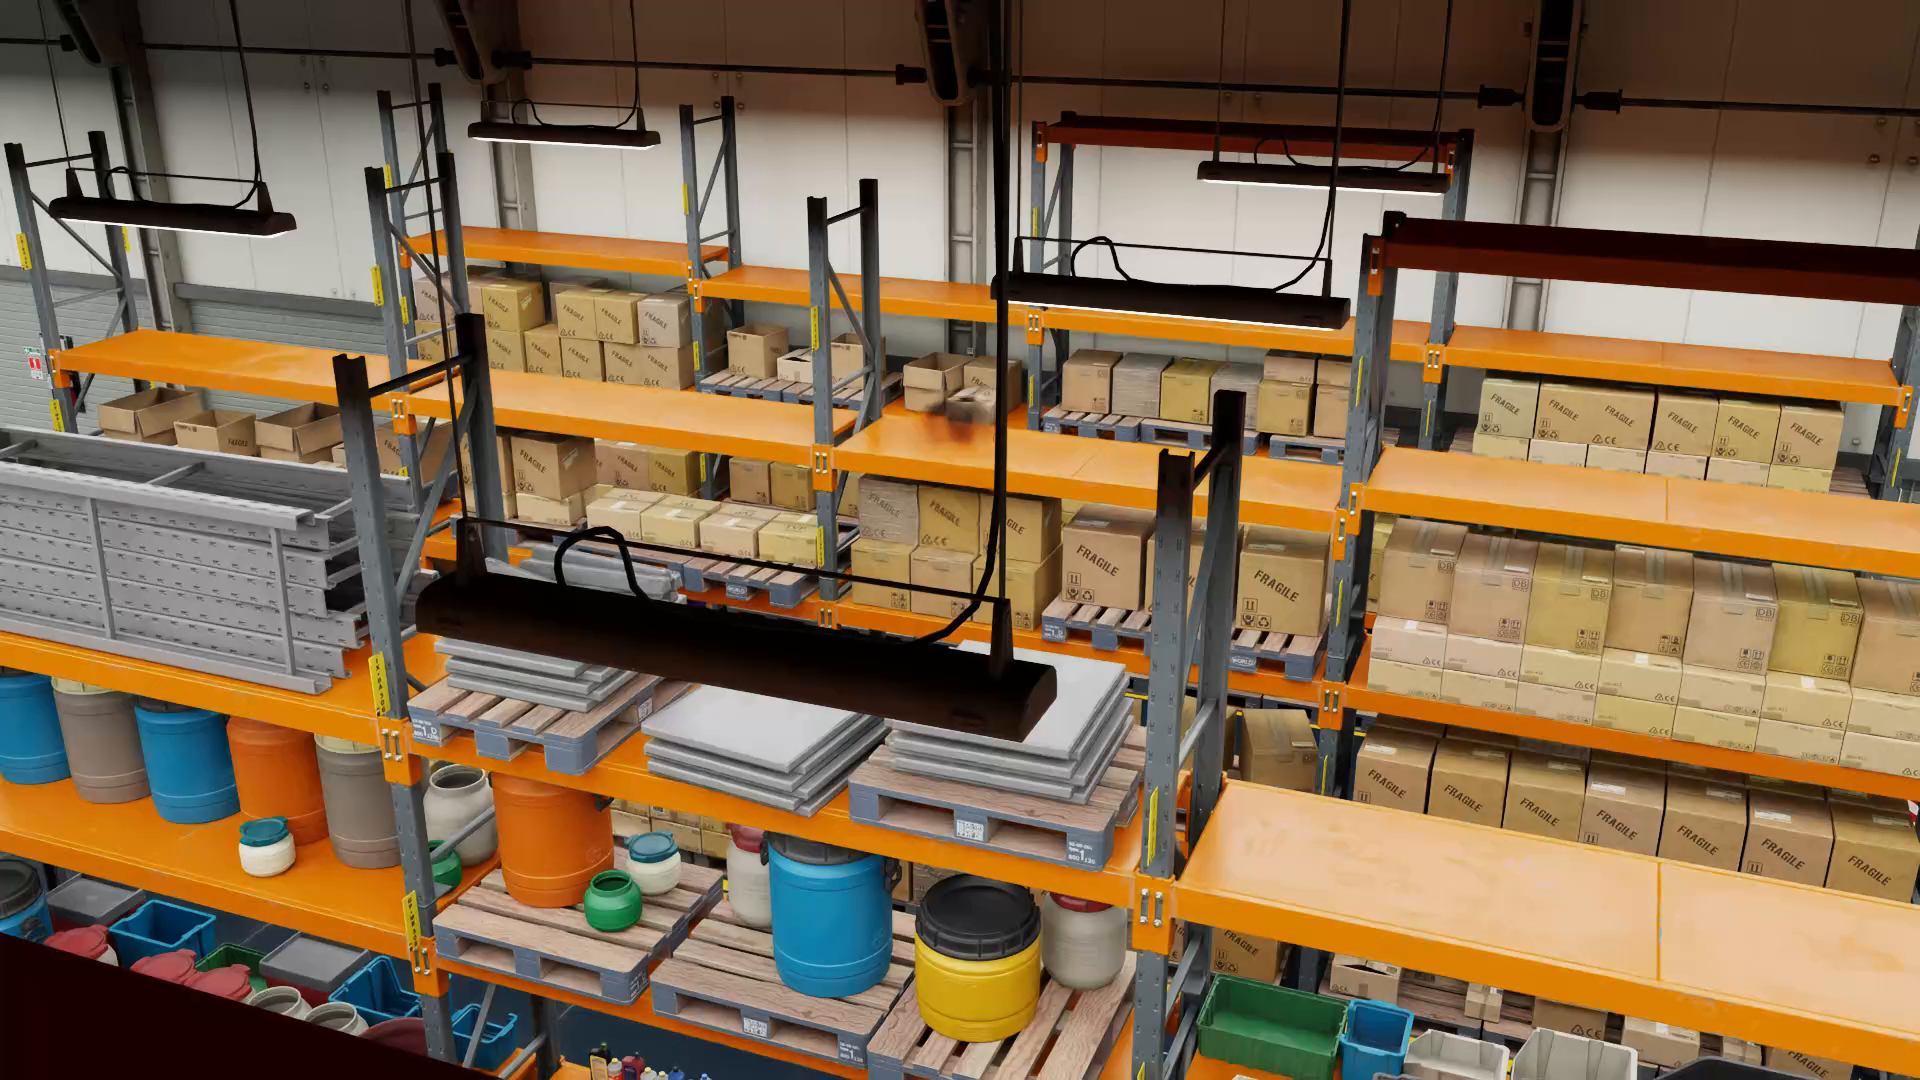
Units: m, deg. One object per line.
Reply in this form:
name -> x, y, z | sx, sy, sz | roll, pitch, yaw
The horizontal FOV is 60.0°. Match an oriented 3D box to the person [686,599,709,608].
person -> -3.005, 0.740, 18.259 | 0.496, 1.708, 0.380 | 13, 24, 30
